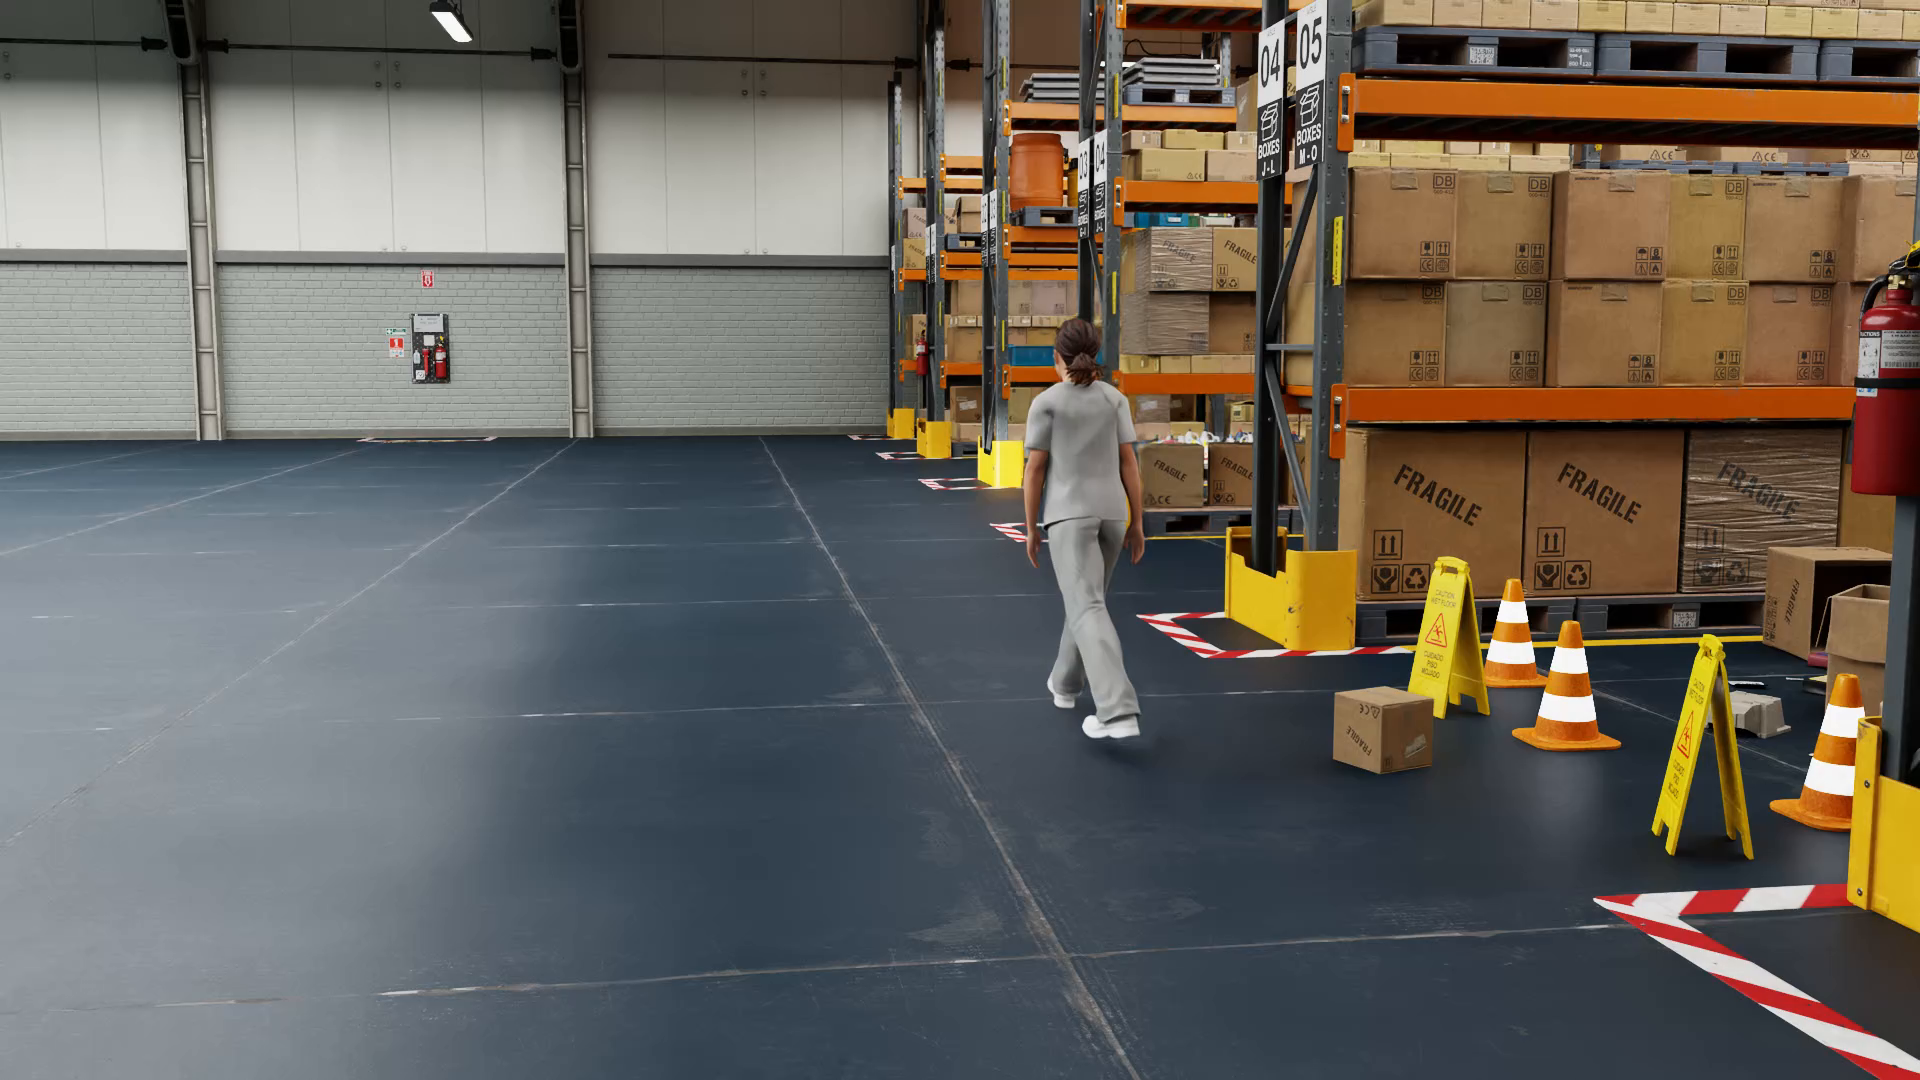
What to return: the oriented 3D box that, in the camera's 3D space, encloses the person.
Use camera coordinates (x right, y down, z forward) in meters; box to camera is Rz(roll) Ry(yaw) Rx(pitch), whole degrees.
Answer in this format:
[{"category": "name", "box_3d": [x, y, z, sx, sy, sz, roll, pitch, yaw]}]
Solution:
[{"category": "person", "box_3d": [0.465, -0.066, 6.512, 0.448, 1.600, 1.097, -3, 7, -22]}]
